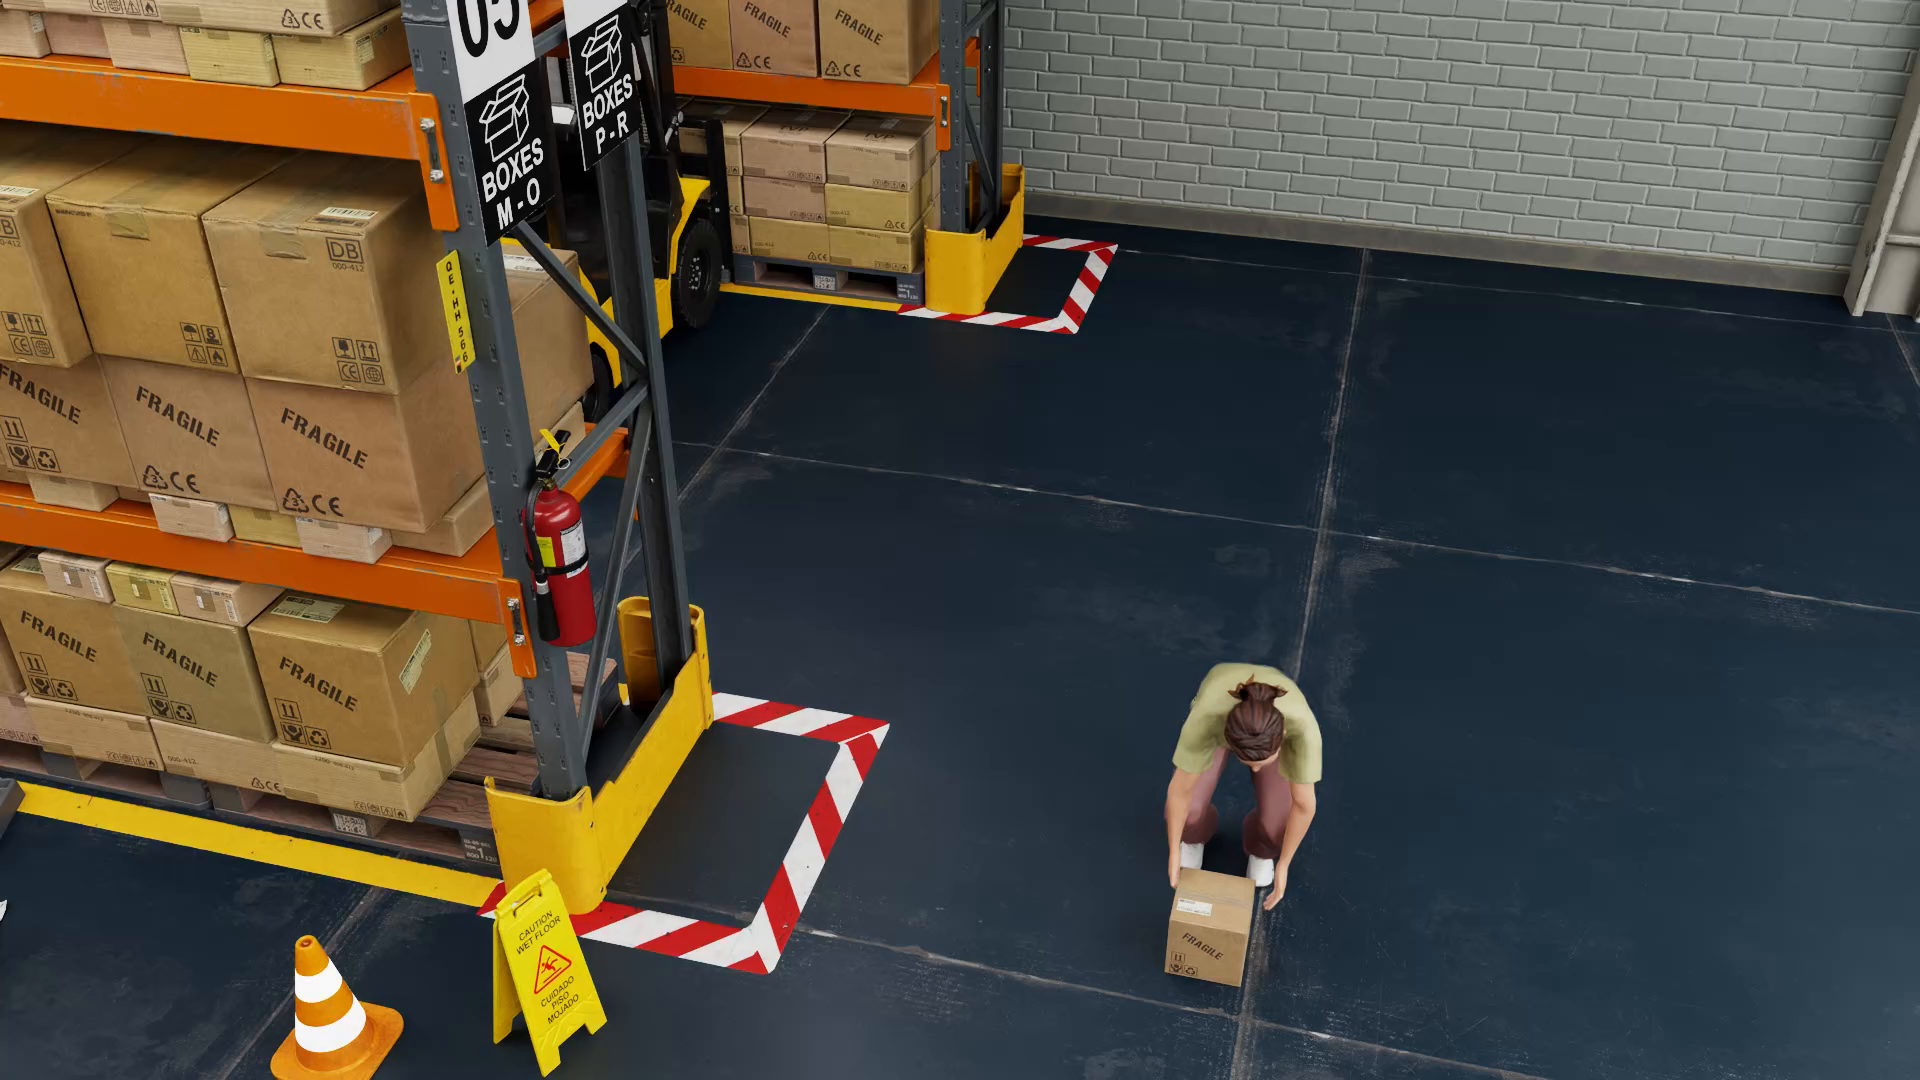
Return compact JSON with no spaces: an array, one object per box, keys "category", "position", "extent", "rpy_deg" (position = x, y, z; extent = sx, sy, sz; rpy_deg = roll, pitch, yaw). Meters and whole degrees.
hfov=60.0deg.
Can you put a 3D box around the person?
[{"category":"person","position":[0.944,0.831,5.601],"extent":[0.487,0.872,0.800],"rpy_deg":[8,34,12]}]
